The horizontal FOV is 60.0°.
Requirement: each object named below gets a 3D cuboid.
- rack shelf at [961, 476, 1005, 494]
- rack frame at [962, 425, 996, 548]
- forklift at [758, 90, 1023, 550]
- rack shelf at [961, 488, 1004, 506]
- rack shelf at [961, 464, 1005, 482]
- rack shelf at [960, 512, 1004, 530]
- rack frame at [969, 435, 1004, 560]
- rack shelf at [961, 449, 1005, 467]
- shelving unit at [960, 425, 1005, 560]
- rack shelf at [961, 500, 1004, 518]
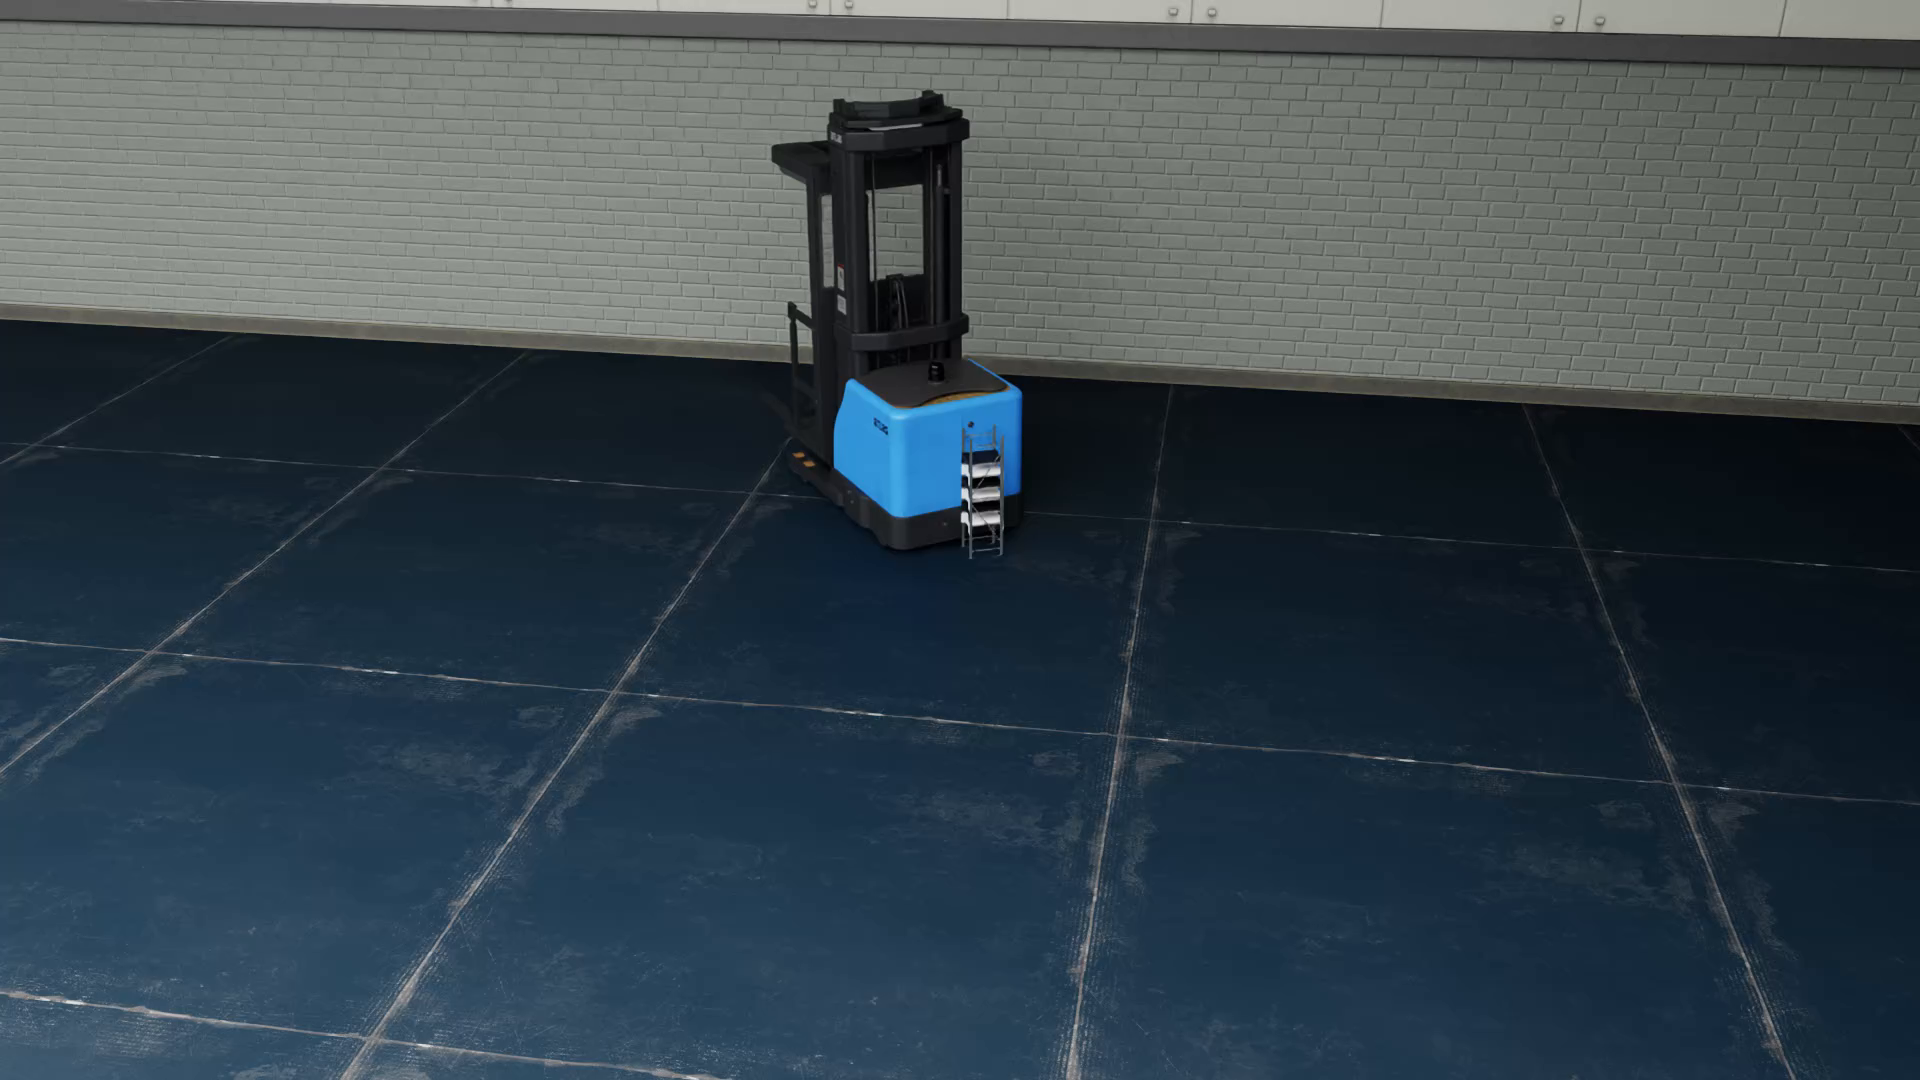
[{"bbox_3d":[0.154,-0.376,11.403,0.258,0.077,0.200,-6,26,-14],"label":"rack shelf"},{"bbox_3d":[0.128,-0.367,11.516,0.240,0.900,0.006,-6,26,-14],"label":"rack frame"},{"bbox_3d":[-0.683,-1.848,12.286,1.130,2.935,3.031,-13,28,-25],"label":"forklift"},{"bbox_3d":[0.154,-0.295,11.441,0.258,0.077,0.200,-6,26,-14],"label":"rack shelf"},{"bbox_3d":[0.154,-0.458,11.365,0.258,0.077,0.200,-6,26,-14],"label":"rack shelf"},{"bbox_3d":[0.154,-0.132,11.517,0.258,0.077,0.200,-6,26,-14],"label":"rack shelf"},{"bbox_3d":[0.180,-0.283,11.338,0.240,0.900,0.006,-6,26,-14],"label":"rack frame"},{"bbox_3d":[0.154,-0.539,11.327,0.258,0.077,0.200,-6,26,-14],"label":"rack shelf"},{"bbox_3d":[0.154,-0.325,11.427,0.258,0.900,0.210,-6,26,-14],"label":"shelving unit"},{"bbox_3d":[0.154,-0.213,11.479,0.258,0.077,0.200,-6,26,-14],"label":"rack shelf"}]
